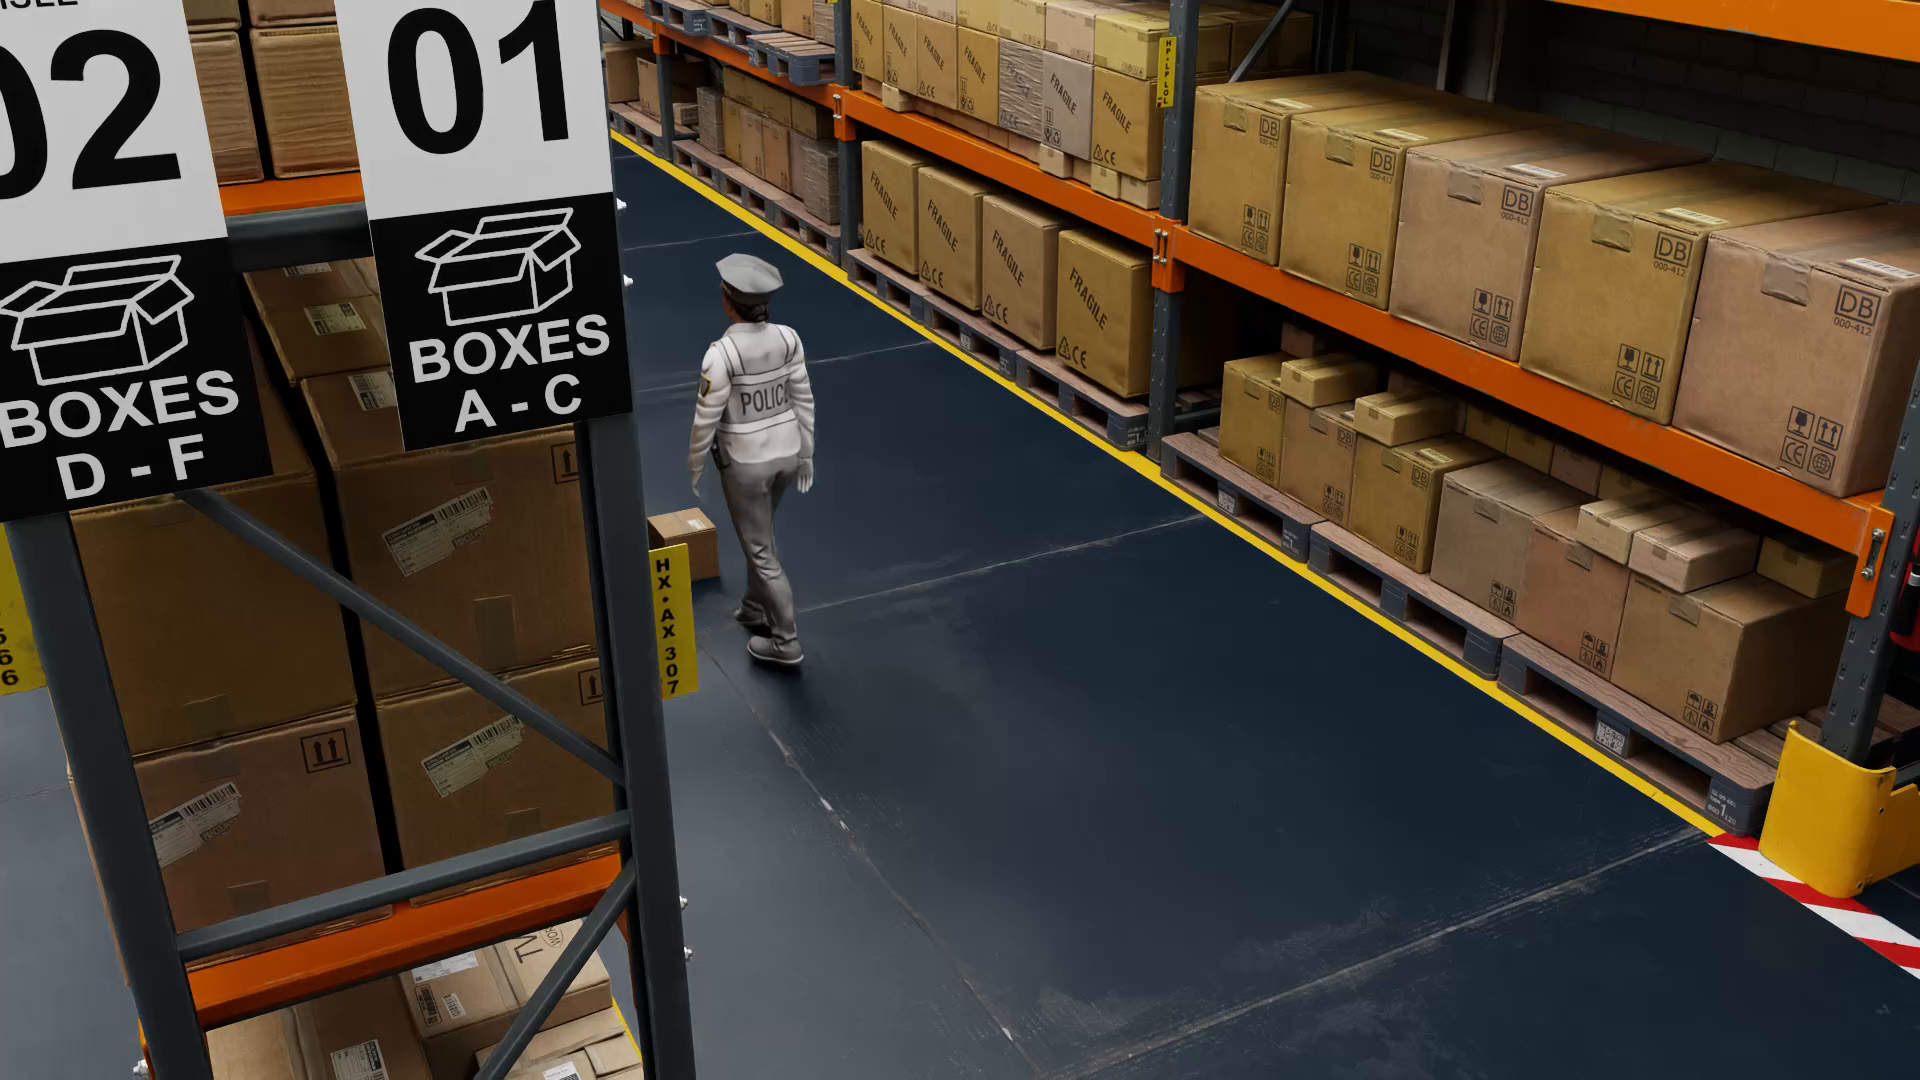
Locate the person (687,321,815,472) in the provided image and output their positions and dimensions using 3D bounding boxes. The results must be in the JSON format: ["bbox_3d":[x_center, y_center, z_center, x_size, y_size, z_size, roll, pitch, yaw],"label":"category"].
[{"bbox_3d":[-0.831,-0.577,6.568,0.338,0.612,0.505,21,32,36],"label":"person"}]
